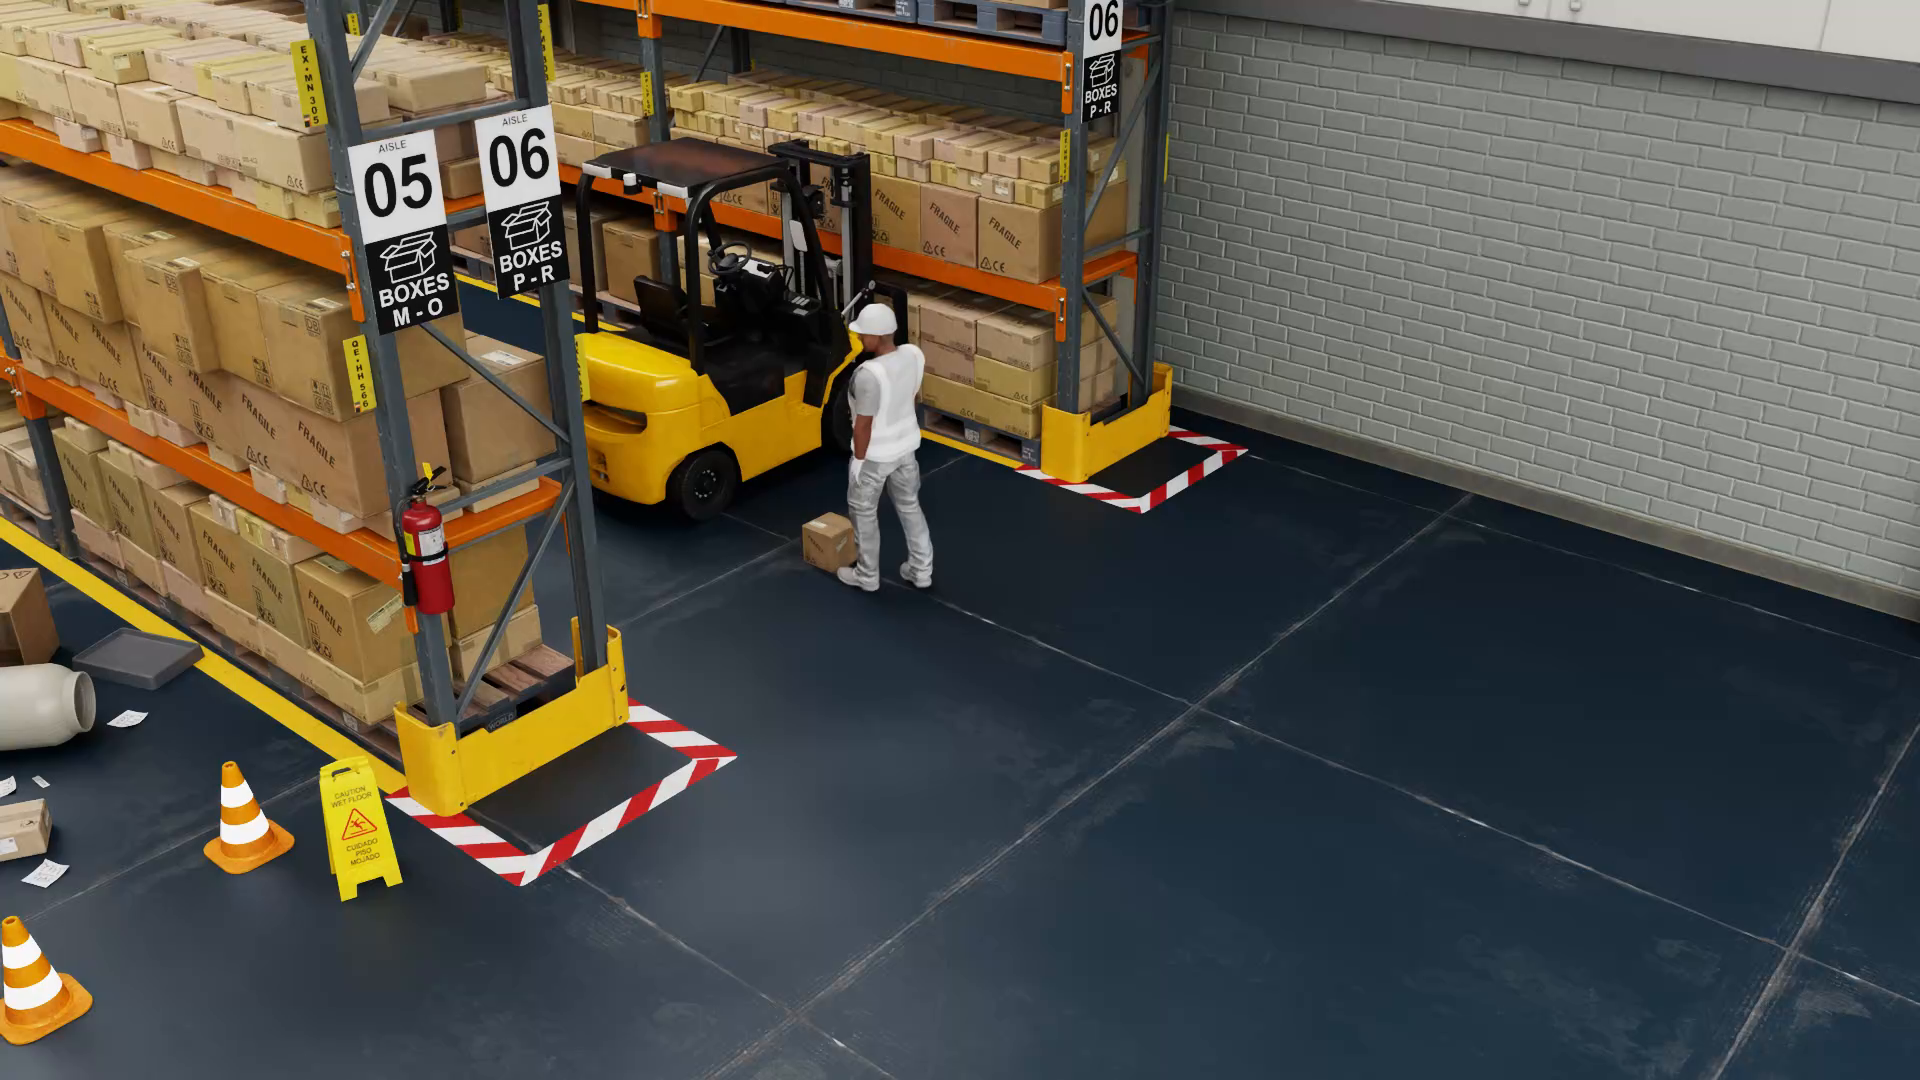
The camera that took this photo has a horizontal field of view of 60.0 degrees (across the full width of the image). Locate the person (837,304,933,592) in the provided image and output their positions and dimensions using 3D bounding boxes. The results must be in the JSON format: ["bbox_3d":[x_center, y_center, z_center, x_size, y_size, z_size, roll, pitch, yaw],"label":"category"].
[{"bbox_3d":[-0.463,-0.532,9.640,0.532,1.782,0.562,21,34,35],"label":"person"}]
